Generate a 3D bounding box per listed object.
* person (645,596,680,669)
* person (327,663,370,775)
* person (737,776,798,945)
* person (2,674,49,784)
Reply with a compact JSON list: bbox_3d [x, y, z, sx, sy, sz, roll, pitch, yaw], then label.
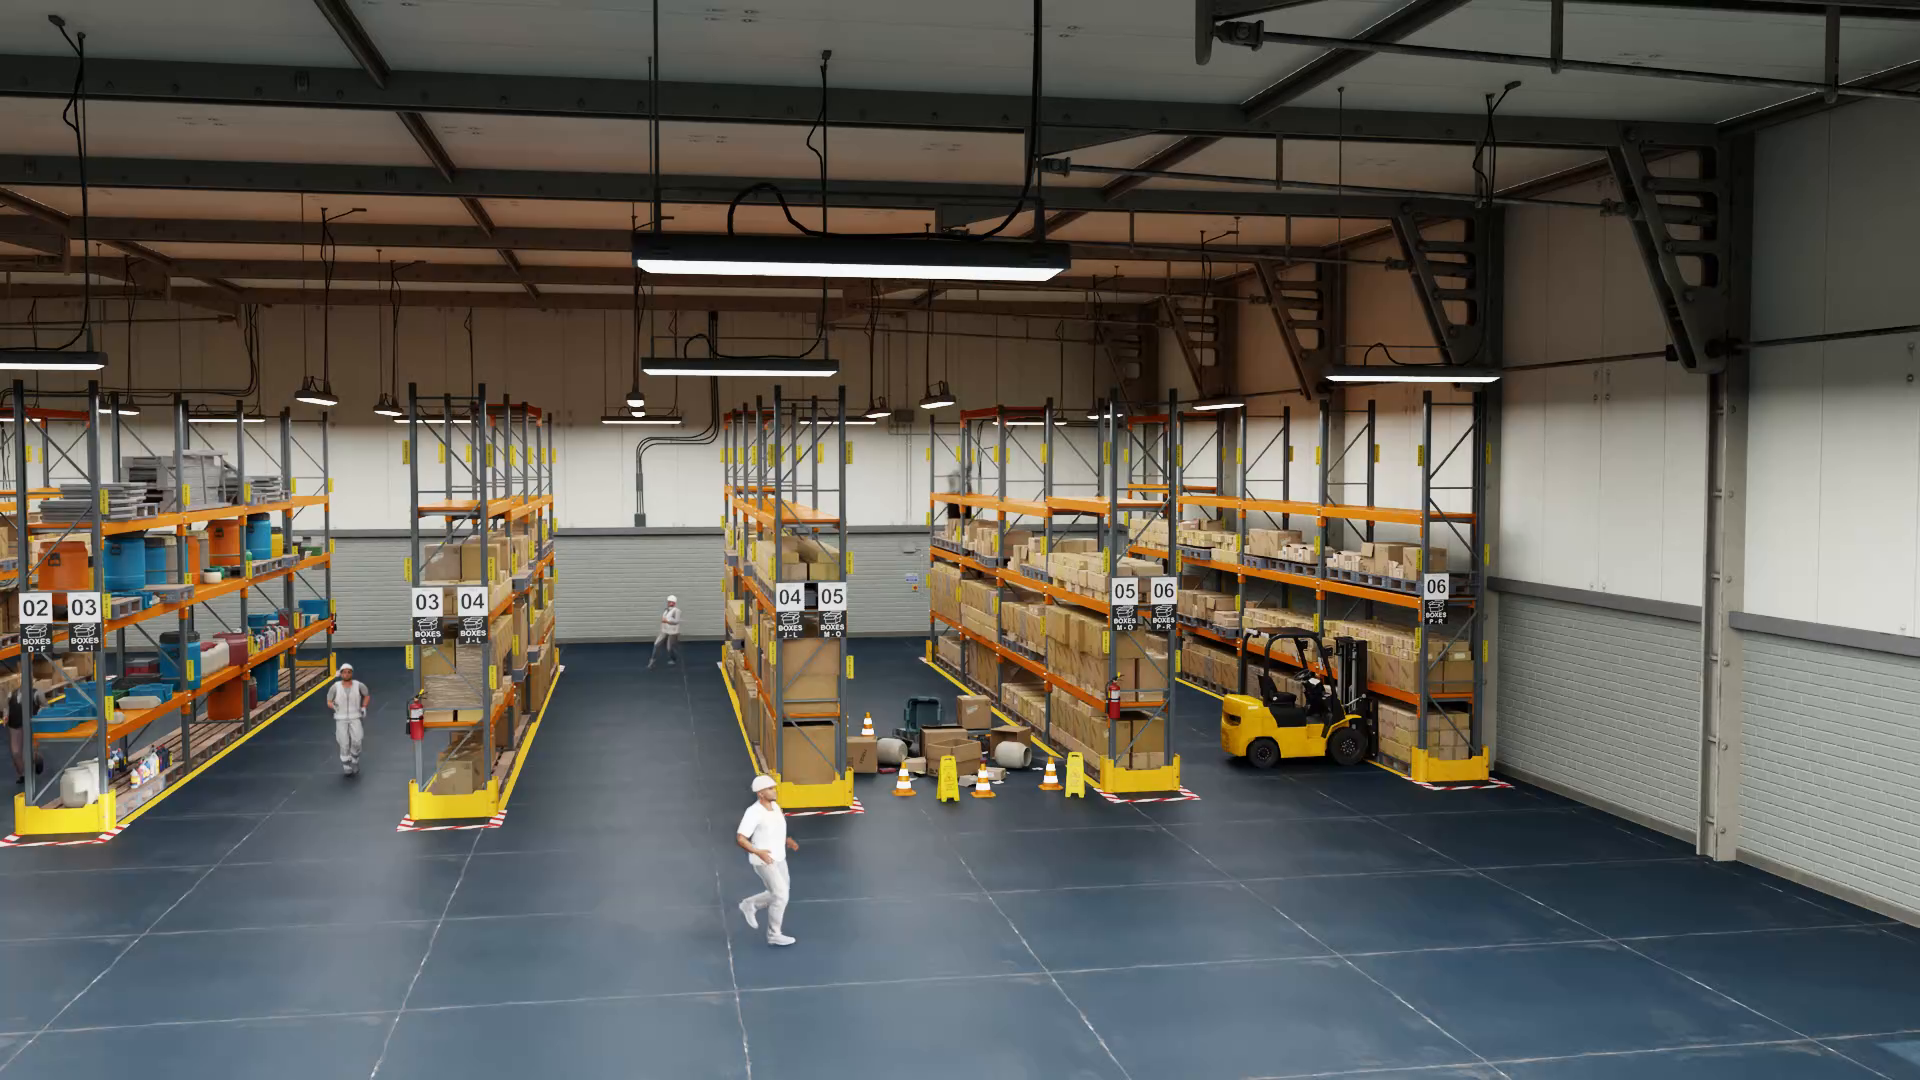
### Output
[{"bbox_3d":[-6.905,2.178,39.312,0.688,1.709,0.919,2,4,35],"label":"person"},{"bbox_3d":[-9.504,2.800,25.862,0.641,1.746,0.601,-1,3,-21],"label":"person"},{"bbox_3d":[-2.006,3.275,17.067,0.696,1.723,0.704,1,3,22],"label":"person"},{"bbox_3d":[-14.331,2.873,25.481,0.657,1.669,0.612,0,3,-9],"label":"person"}]
